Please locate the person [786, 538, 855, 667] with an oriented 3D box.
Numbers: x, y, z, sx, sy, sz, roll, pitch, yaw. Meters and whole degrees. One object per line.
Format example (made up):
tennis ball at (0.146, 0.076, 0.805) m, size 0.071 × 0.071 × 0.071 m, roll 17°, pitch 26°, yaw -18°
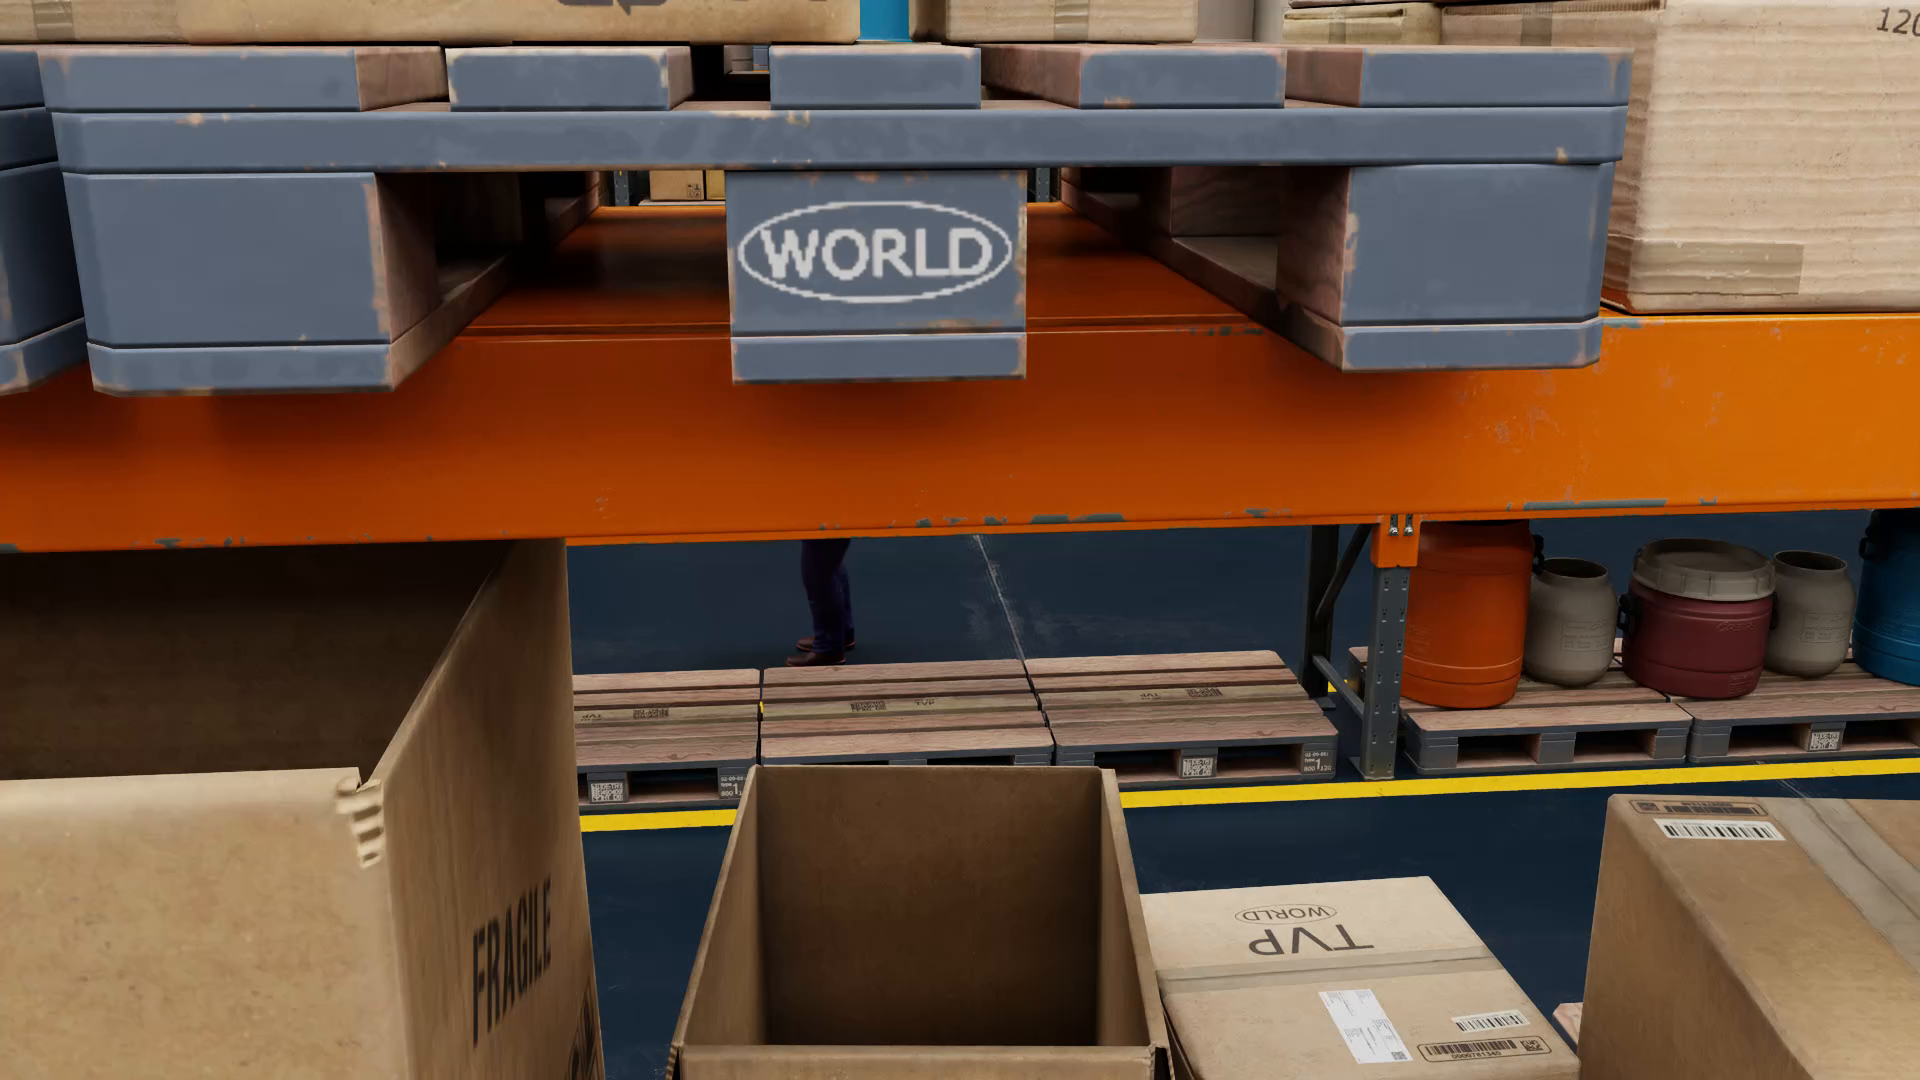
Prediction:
person at (-0.720, -0.174, 8.185) m, size 0.518 × 1.620 × 0.460 m, roll -2°, pitch 17°, yaw -6°
